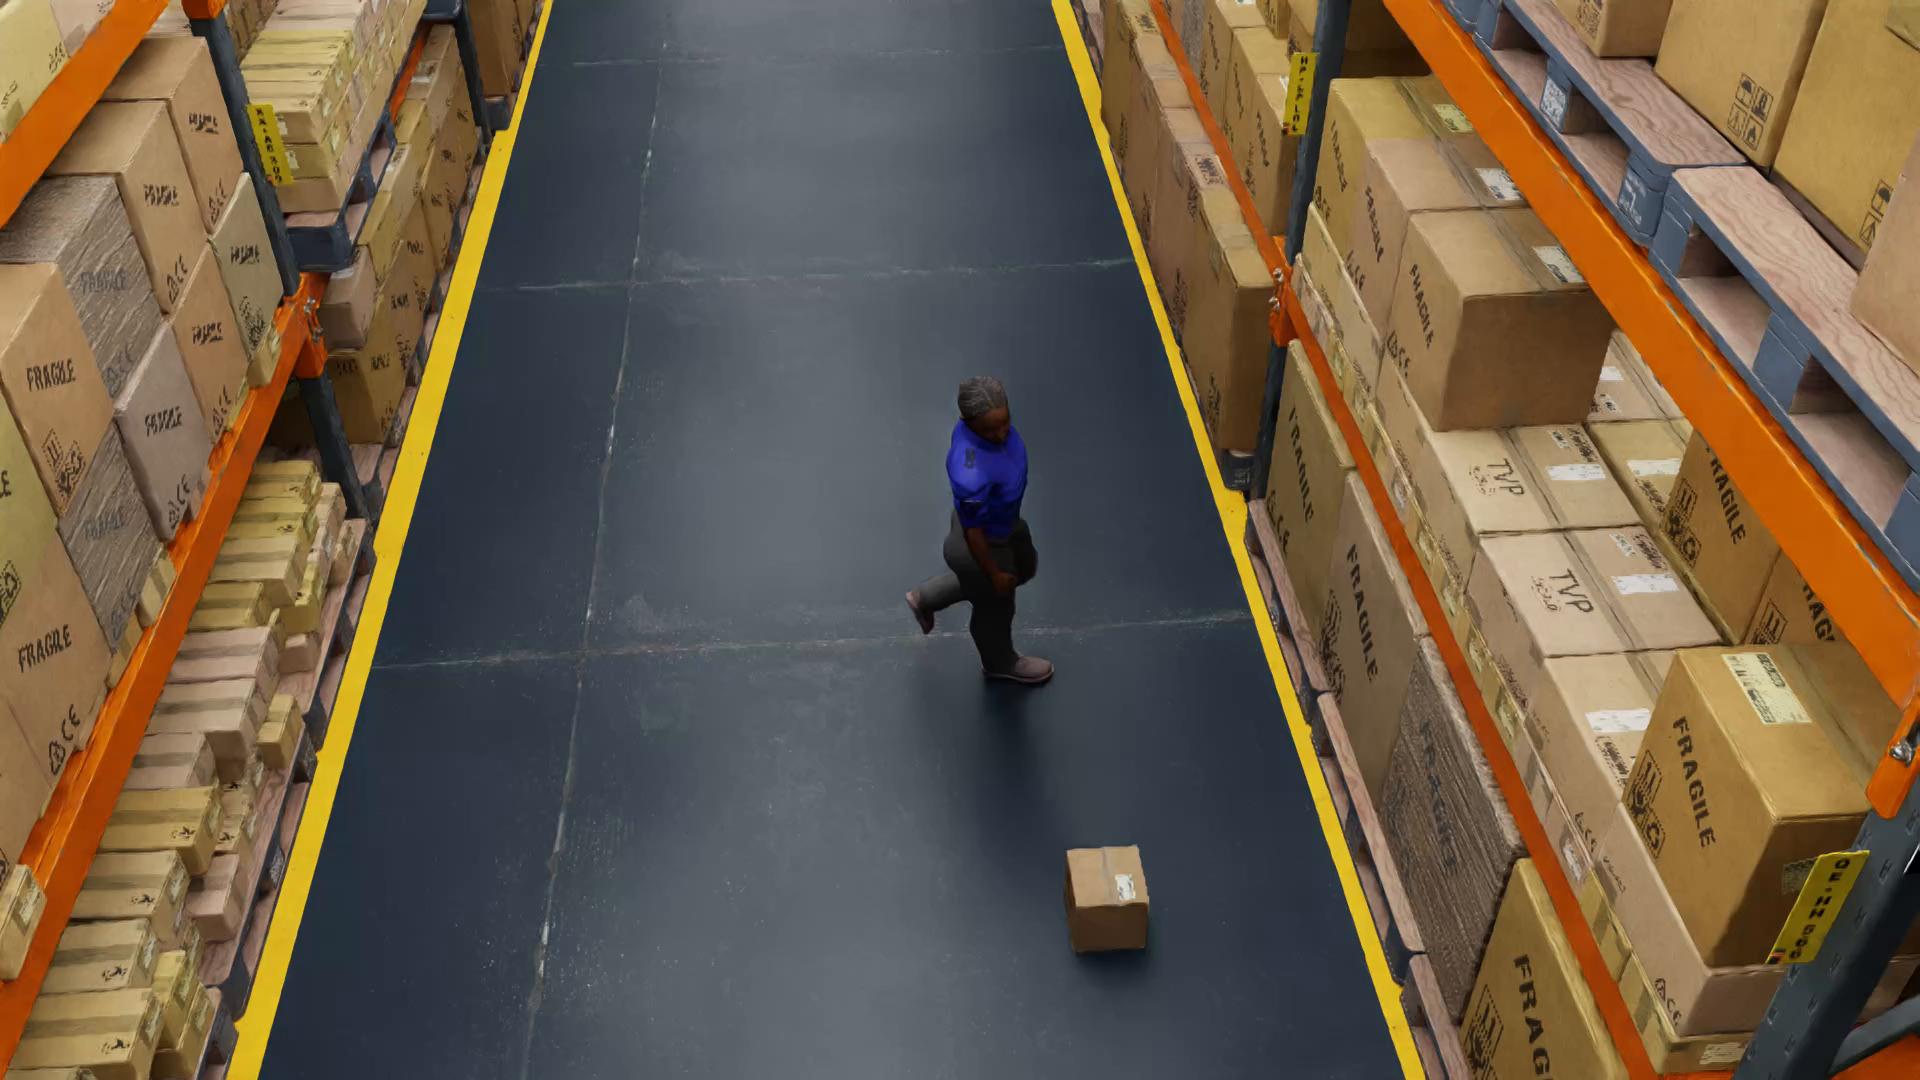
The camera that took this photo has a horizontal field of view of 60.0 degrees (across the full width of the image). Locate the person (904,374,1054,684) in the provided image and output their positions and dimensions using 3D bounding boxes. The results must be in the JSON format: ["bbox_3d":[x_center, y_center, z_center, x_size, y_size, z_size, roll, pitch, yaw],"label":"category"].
[{"bbox_3d":[0.059,-0.008,6.176,0.613,1.614,0.563,5,40,6],"label":"person"}]
